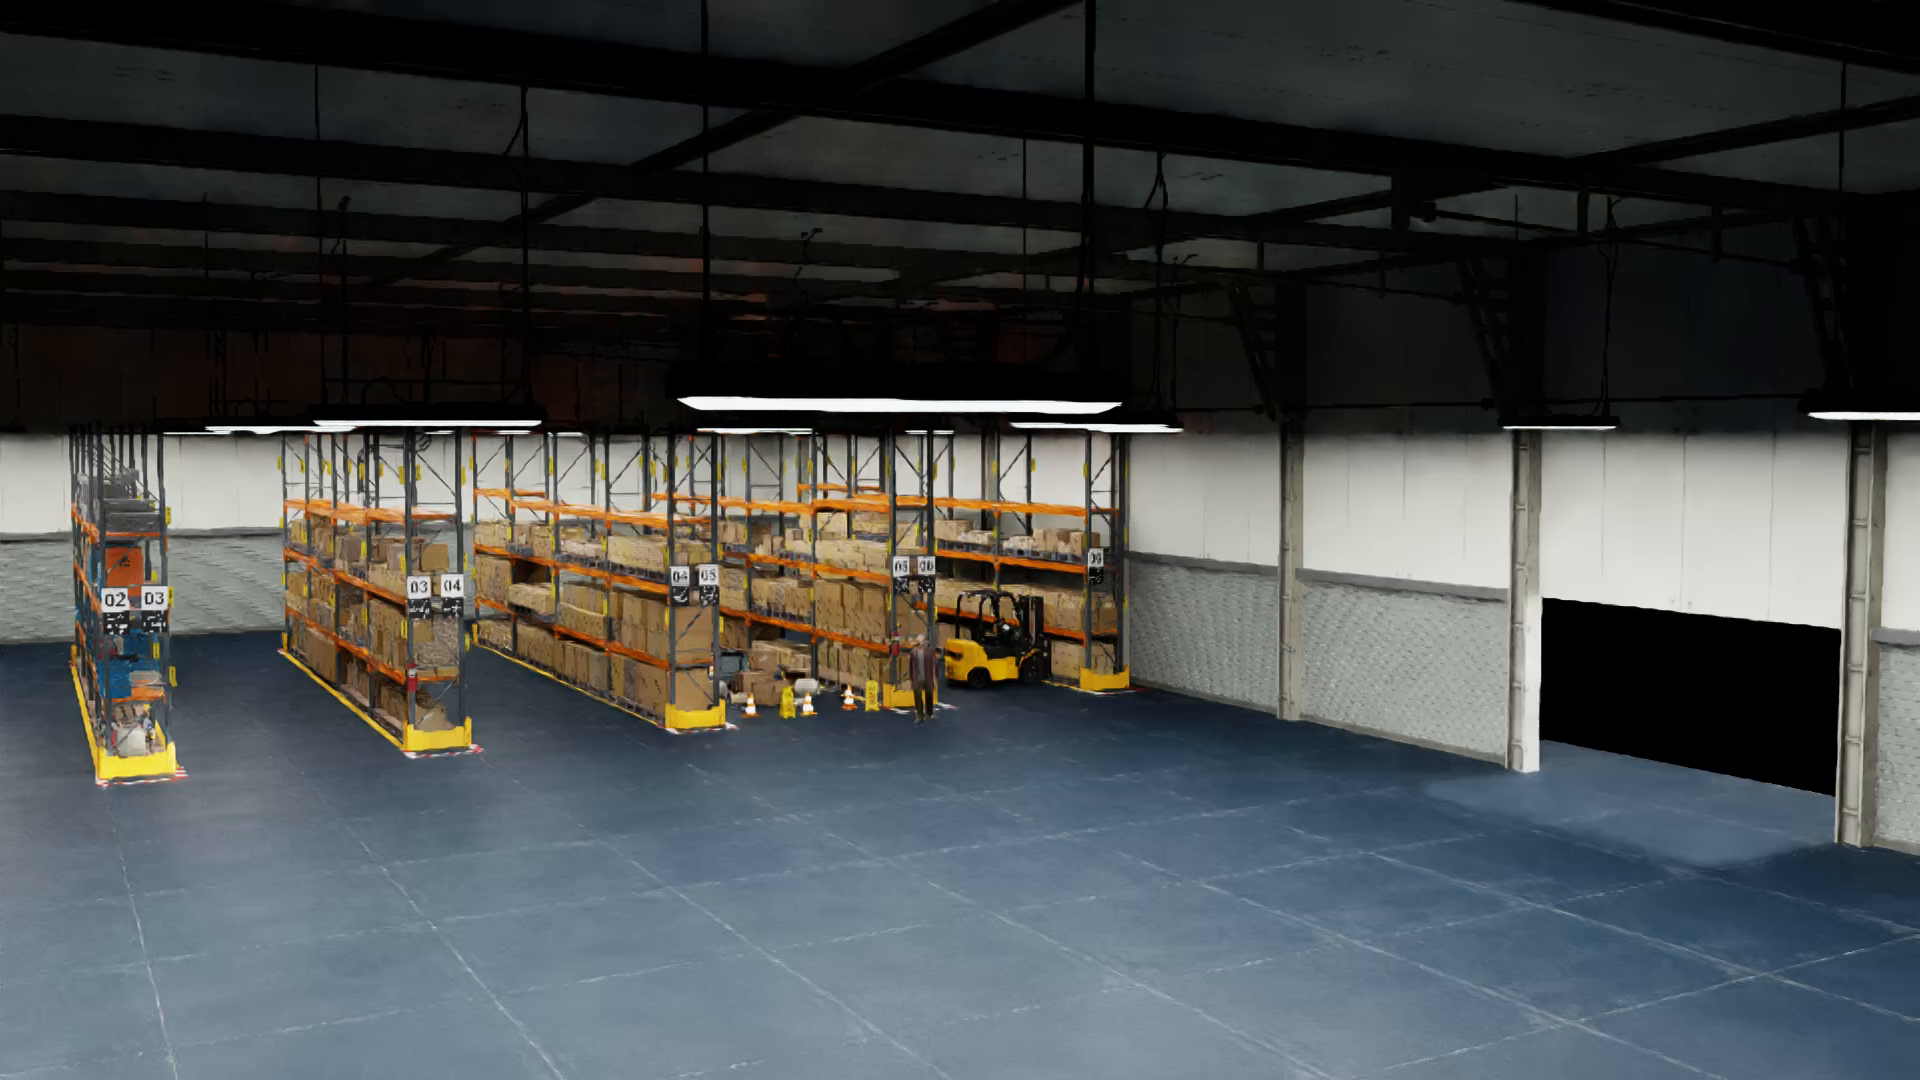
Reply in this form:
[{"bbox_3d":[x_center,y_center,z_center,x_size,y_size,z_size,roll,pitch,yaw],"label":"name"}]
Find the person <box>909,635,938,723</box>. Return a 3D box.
[{"bbox_3d":[-0.729,2.775,33.495,0.608,1.770,0.635,0,4,7],"label":"person"}]
